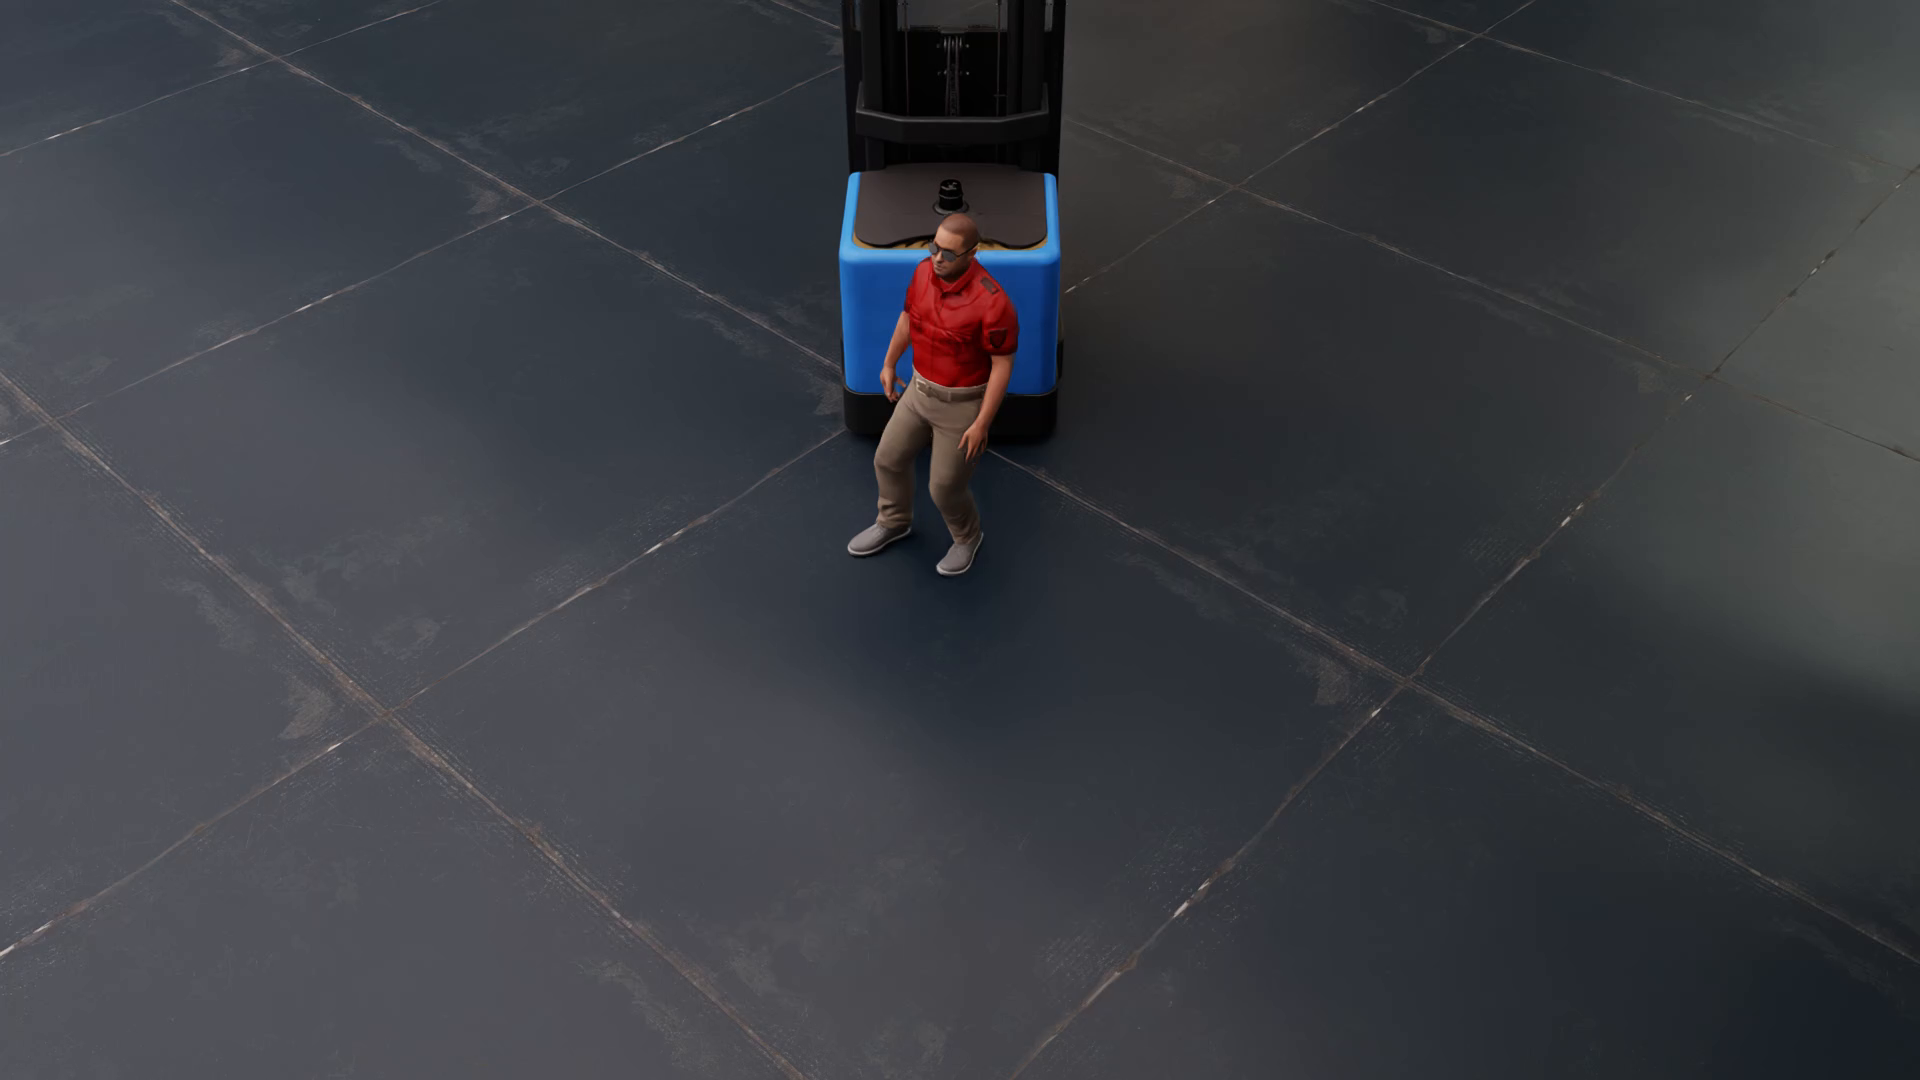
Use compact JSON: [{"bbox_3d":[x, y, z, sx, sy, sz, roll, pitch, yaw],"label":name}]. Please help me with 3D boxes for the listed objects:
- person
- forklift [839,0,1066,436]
[{"bbox_3d":[-0.132,-0.571,7.055,0.556,1.711,0.690,-31,50,-31],"label":"person"},{"bbox_3d":[-0.027,-2.560,8.412,1.130,2.935,3.031,0,41,1],"label":"forklift"}]
